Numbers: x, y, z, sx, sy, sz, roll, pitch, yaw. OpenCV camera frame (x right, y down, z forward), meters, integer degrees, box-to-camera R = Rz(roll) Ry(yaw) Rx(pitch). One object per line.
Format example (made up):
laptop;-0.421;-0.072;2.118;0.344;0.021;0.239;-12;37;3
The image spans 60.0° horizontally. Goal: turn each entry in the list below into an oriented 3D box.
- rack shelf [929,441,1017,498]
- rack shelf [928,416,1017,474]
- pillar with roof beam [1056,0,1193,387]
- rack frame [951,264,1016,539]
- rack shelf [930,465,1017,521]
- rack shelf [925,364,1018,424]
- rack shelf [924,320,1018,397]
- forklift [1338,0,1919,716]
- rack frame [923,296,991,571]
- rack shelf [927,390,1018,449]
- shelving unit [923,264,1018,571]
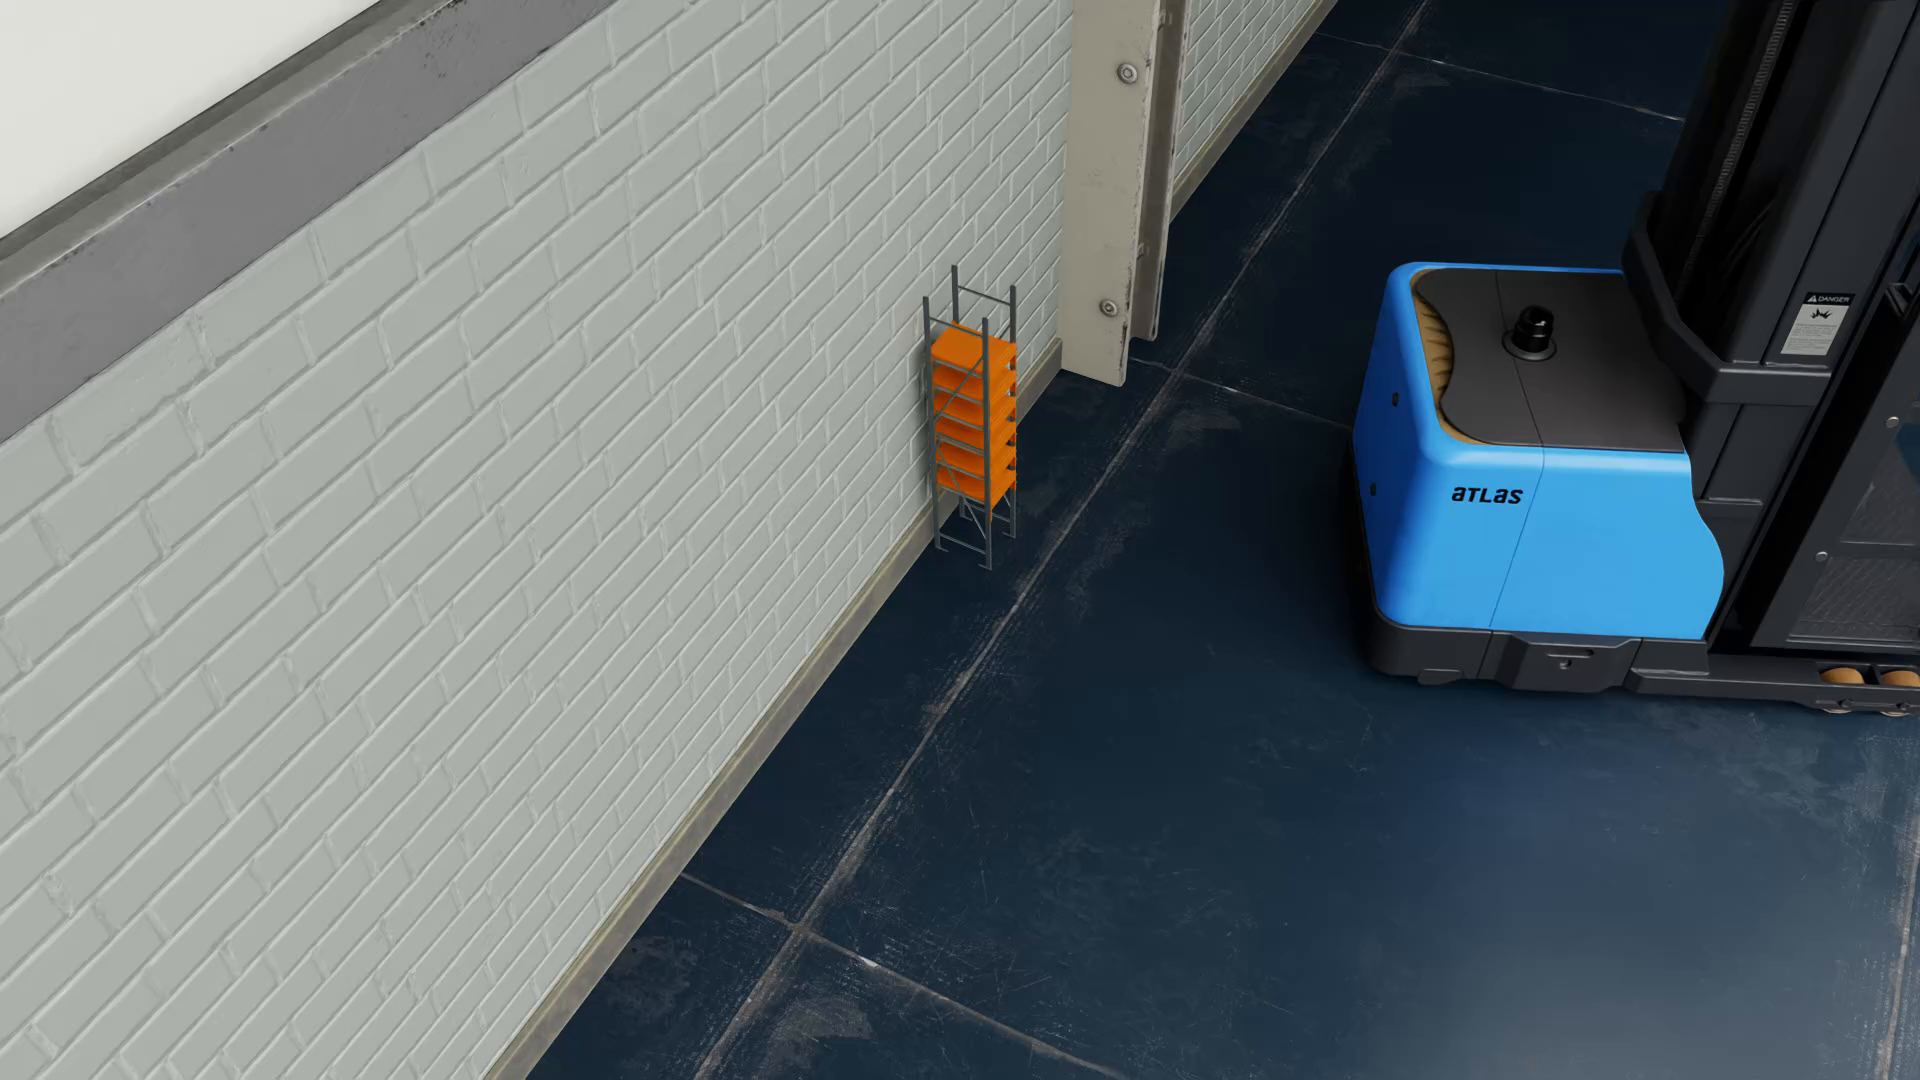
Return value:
rack shelf;0.047;-0.284;5.912;0.258;0.103;0.180;22;52;21
rack shelf;0.045;-0.365;5.824;0.258;0.103;0.180;22;52;21
pillar with roof beam;4.432;-2.549;2.442;9.100;9.000;0.400;20;49;19
rack frame;0.090;-0.454;5.844;0.240;1.200;0.006;22;52;21
rack shelf;0.050;-0.203;6.001;0.258;0.103;0.180;22;52;21
rack shelf;0.040;-0.527;5.647;0.258;0.103;0.180;22;52;21
rack shelf;0.037;-0.608;5.558;0.258;0.103;0.180;22;52;21
forklift;2.930;-0.824;5.004;3.031;2.935;1.130;3;45;3
rack frame;-0.002;-0.336;5.739;0.240;1.200;0.006;22;52;21
rack shelf;0.042;-0.446;5.735;0.258;0.103;0.180;22;52;21
shelving unit;0.044;-0.395;5.791;0.258;1.200;0.189;22;52;21
